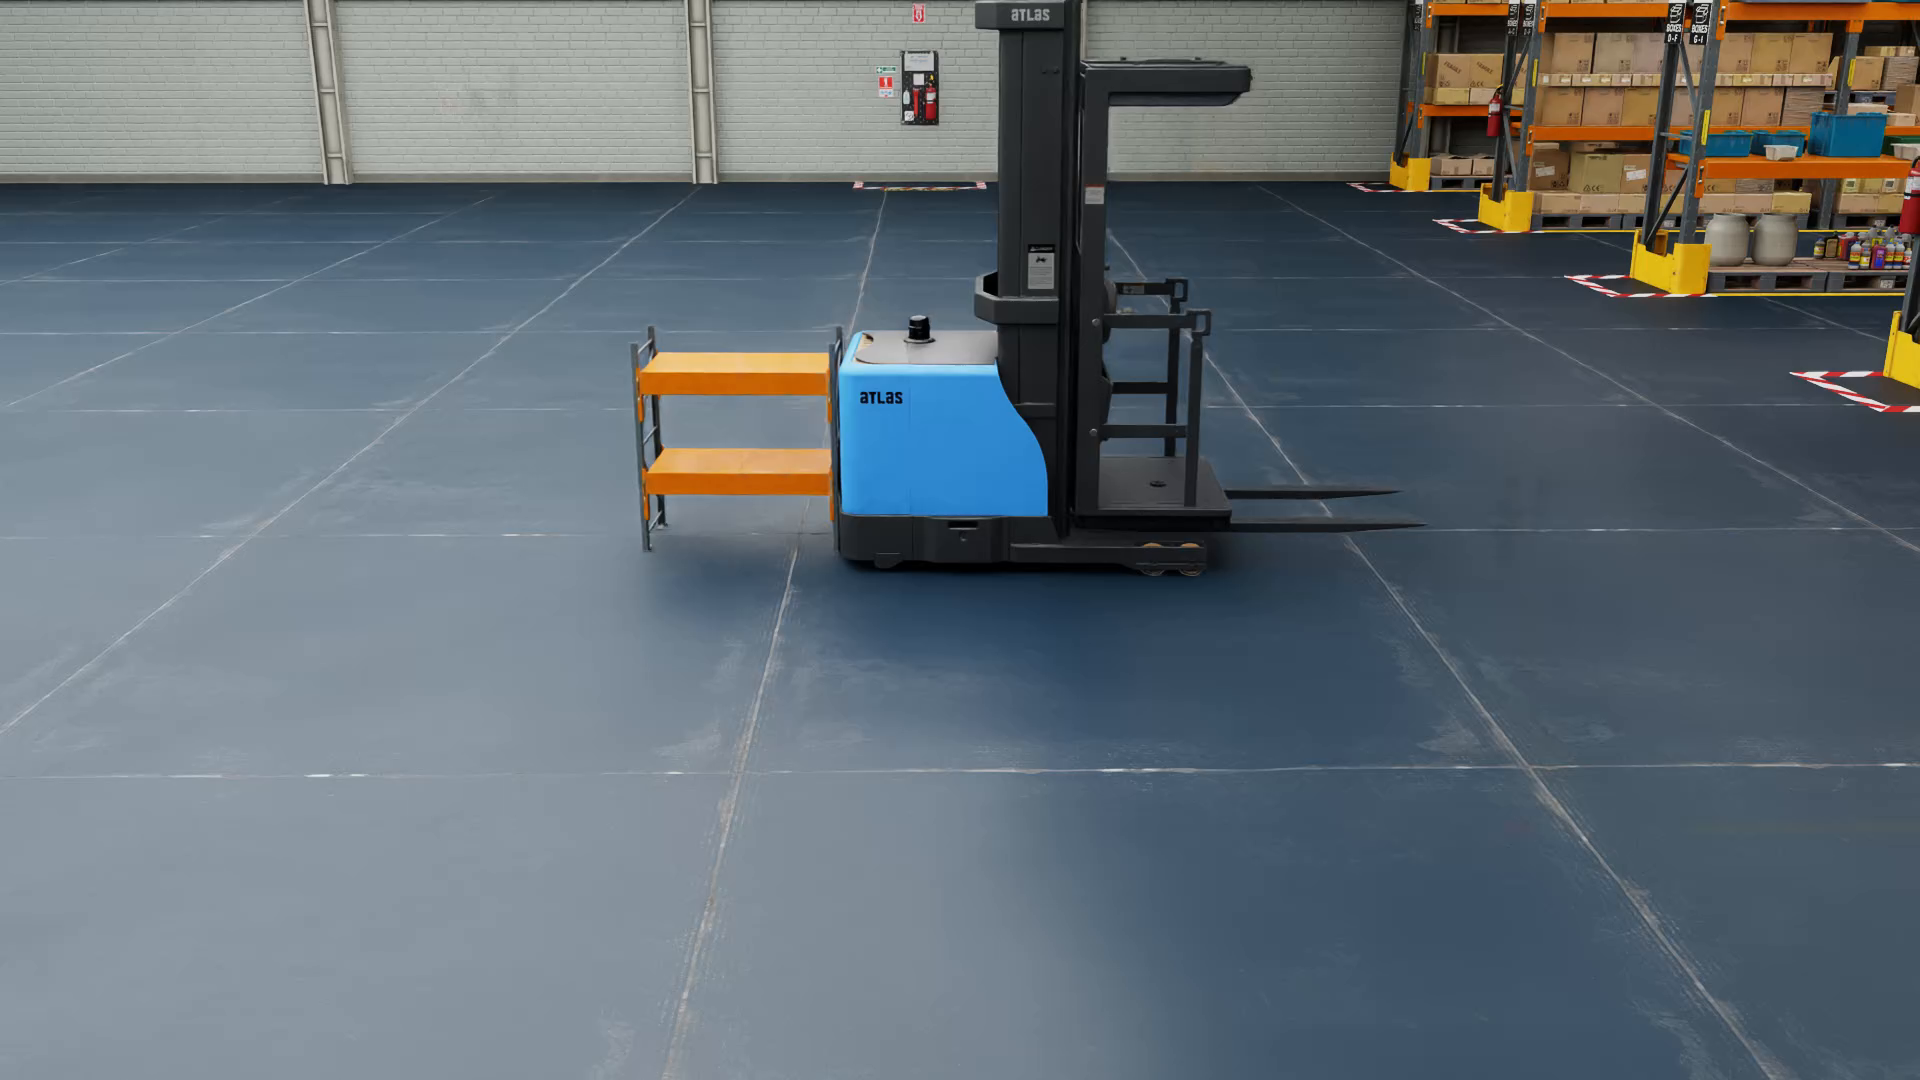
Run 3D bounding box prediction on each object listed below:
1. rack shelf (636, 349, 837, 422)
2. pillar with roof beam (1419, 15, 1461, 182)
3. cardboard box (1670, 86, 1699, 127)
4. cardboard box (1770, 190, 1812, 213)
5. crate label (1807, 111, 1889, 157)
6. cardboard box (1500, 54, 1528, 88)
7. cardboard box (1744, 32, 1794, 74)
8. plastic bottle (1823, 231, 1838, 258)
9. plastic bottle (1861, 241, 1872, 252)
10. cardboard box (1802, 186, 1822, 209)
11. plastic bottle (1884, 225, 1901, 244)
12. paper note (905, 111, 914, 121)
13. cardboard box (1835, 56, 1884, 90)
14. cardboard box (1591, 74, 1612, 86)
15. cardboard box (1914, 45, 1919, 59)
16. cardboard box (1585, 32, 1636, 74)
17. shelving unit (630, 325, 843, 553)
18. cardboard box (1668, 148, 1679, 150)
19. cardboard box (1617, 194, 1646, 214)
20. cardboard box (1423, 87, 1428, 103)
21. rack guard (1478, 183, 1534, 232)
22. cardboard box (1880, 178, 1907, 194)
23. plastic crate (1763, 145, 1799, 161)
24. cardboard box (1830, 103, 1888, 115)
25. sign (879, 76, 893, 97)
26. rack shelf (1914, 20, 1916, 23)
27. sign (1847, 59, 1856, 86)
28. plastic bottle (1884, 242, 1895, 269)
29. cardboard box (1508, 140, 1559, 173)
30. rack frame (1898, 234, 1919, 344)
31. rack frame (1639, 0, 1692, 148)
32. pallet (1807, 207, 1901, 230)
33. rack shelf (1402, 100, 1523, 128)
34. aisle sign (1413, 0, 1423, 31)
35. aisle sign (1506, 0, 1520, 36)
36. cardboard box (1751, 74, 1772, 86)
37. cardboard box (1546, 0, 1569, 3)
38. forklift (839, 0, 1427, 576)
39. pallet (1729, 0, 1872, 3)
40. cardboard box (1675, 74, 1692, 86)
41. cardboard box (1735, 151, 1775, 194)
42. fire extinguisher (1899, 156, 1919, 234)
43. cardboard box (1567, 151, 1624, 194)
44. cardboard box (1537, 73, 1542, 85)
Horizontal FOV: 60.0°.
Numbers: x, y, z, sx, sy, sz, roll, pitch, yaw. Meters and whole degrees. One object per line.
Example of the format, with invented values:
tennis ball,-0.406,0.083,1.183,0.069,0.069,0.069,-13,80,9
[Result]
rack shelf,-1.161,-0.824,8.818,1.000,0.278,0.538,0,18,1
pillar with roof beam,7.887,-8.908,22.086,0.400,9.000,9.100,0,18,-1
cardboard box,9.229,-5.640,21.556,0.500,0.500,0.700,0,18,1
cardboard box,10.754,-4.427,21.751,0.500,0.250,0.500,0,18,-1
crate label,9.125,-4.181,17.114,0.616,0.435,0.502,0,18,-1
cardboard box,8.626,-7.305,25.893,0.500,0.500,0.500,-1,18,-3
cardboard box,10.265,-6.264,21.376,0.500,0.500,0.700,0,18,-1
plastic bottle,9.235,-3.138,17.646,0.133,0.283,0.061,0,18,0
plastic bottle,9.530,-3.048,17.501,0.097,0.201,0.097,0,18,0
cardboard box,11.624,-4.587,22.249,0.500,0.250,0.500,0,18,-1
plastic bottle,9.861,-3.160,17.606,0.185,0.351,0.144,0,18,-1
paper note,-0.830,-6.938,27.207,0.142,0.148,0.016,0,18,-1
cardboard box,14.103,-7.378,26.254,0.500,0.500,0.700,-2,18,-6
cardboard box,8.124,-5.882,21.246,0.250,0.149,0.380,0,18,-1
cardboard box,15.581,-7.775,26.462,0.500,0.250,0.500,0,18,1
cardboard box,8.260,-6.254,21.346,0.500,0.500,0.700,-1,18,-2
shelving unit,-1.161,-0.546,8.907,1.048,1.125,0.538,0,18,1
cardboard box,9.746,-4.942,22.128,0.500,0.500,0.500,0,18,-1
cardboard box,8.754,-4.417,21.721,0.500,0.250,0.500,0,18,-1
cardboard box,7.597,-7.099,26.478,0.500,0.250,0.500,0,18,0
rack guard,7.191,-4.396,21.932,0.348,0.500,1.175,0,18,-1
cardboard box,12.132,-4.690,21.652,0.500,0.311,0.500,0,18,-2
plastic crate,8.189,-3.854,16.582,0.250,0.136,0.298,0,18,-1
cardboard box,11.706,-5.550,21.682,0.500,0.250,0.500,1,18,3
sign,-1.206,-7.383,27.094,0.234,0.329,0.001,0,18,-1
rack shelf,17.131,-8.233,26.069,4.000,0.370,1.077,0,18,-1
sign,11.224,-5.886,20.938,0.005,0.325,0.100,0,18,-1
plastic bottle,9.449,-2.899,16.919,0.097,0.271,0.097,0,18,0
cardboard box,9.130,-6.085,26.478,0.500,0.500,0.700,-1,18,-4
rack frame,7.367,-2.560,12.119,0.127,3.000,1.000,0,18,-1
rack frame,11.132,-7.118,26.327,0.127,3.000,1.000,0,18,-1
pallet,11.950,-4.293,22.085,1.213,0.211,1.003,0,18,-1
rack shelf,9.132,-6.766,26.407,4.000,0.370,1.077,0,18,-1
aisle sign,7.065,-8.245,25.583,0.004,0.787,0.394,0,18,-1
aisle sign,7.144,-6.913,21.432,0.004,0.787,0.394,0,18,-1
cardboard box,10.174,-5.891,21.275,0.250,0.149,0.380,0,18,-1
cardboard box,9.063,-8.514,25.571,0.500,0.500,0.500,1,18,3
forklift,0.904,-1.375,8.536,3.031,2.935,1.130,0,18,1
pallet,8.118,-5.386,16.324,1.213,0.211,1.003,0,18,-1
cardboard box,9.147,-5.886,21.259,0.250,0.149,0.380,0,18,0
cardboard box,10.254,-4.785,21.640,0.500,0.500,0.500,0,18,-1
fire extinguisher,7.245,-2.664,12.567,0.183,0.674,0.296,0,18,-1
cardboard box,8.254,-4.771,21.597,0.500,0.500,0.500,0,18,-1
cardboard box,7.594,-6.003,21.623,0.250,0.149,0.380,-1,18,-2
